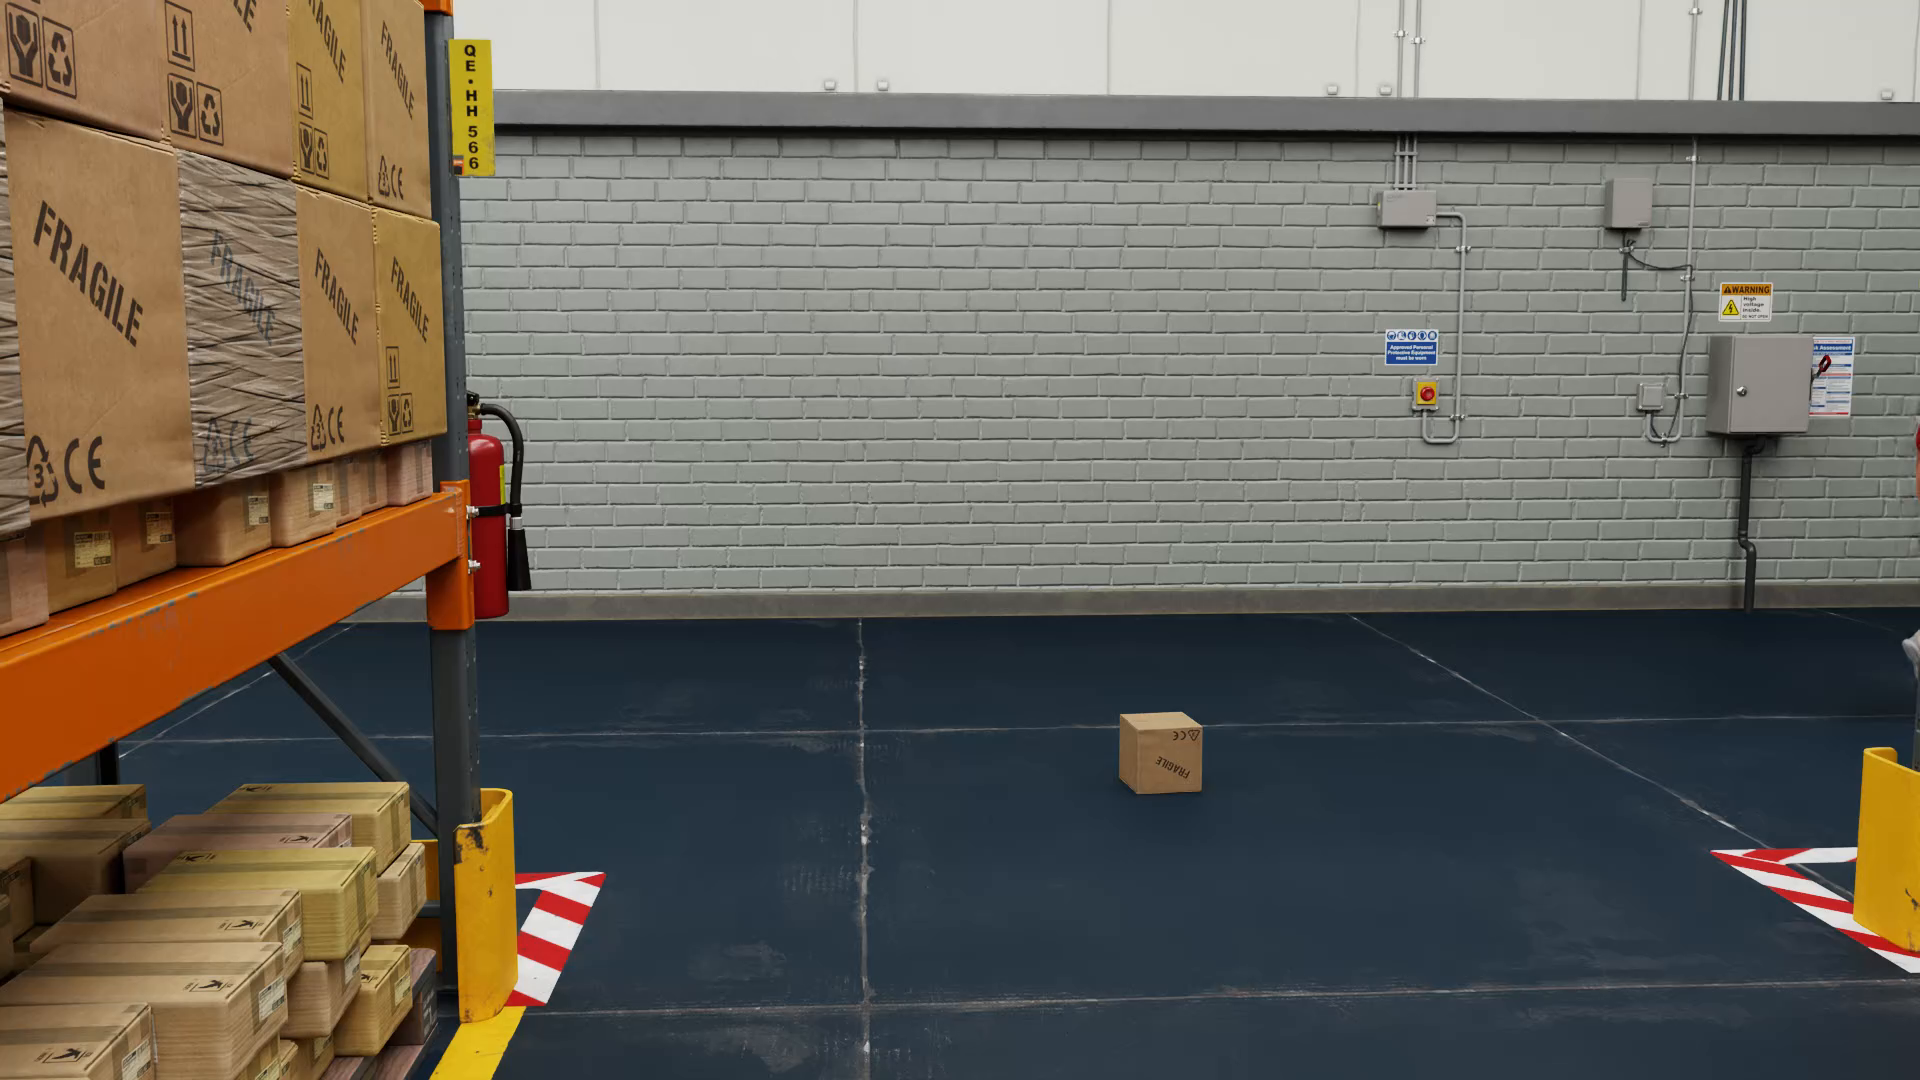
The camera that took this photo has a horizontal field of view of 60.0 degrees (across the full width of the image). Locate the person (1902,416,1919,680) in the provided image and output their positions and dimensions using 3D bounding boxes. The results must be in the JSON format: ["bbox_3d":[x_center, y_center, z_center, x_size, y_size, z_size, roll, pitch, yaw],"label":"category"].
[{"bbox_3d":[4.557,-0.096,7.495,0.723,1.699,0.533,-1,7,-7],"label":"person"}]
